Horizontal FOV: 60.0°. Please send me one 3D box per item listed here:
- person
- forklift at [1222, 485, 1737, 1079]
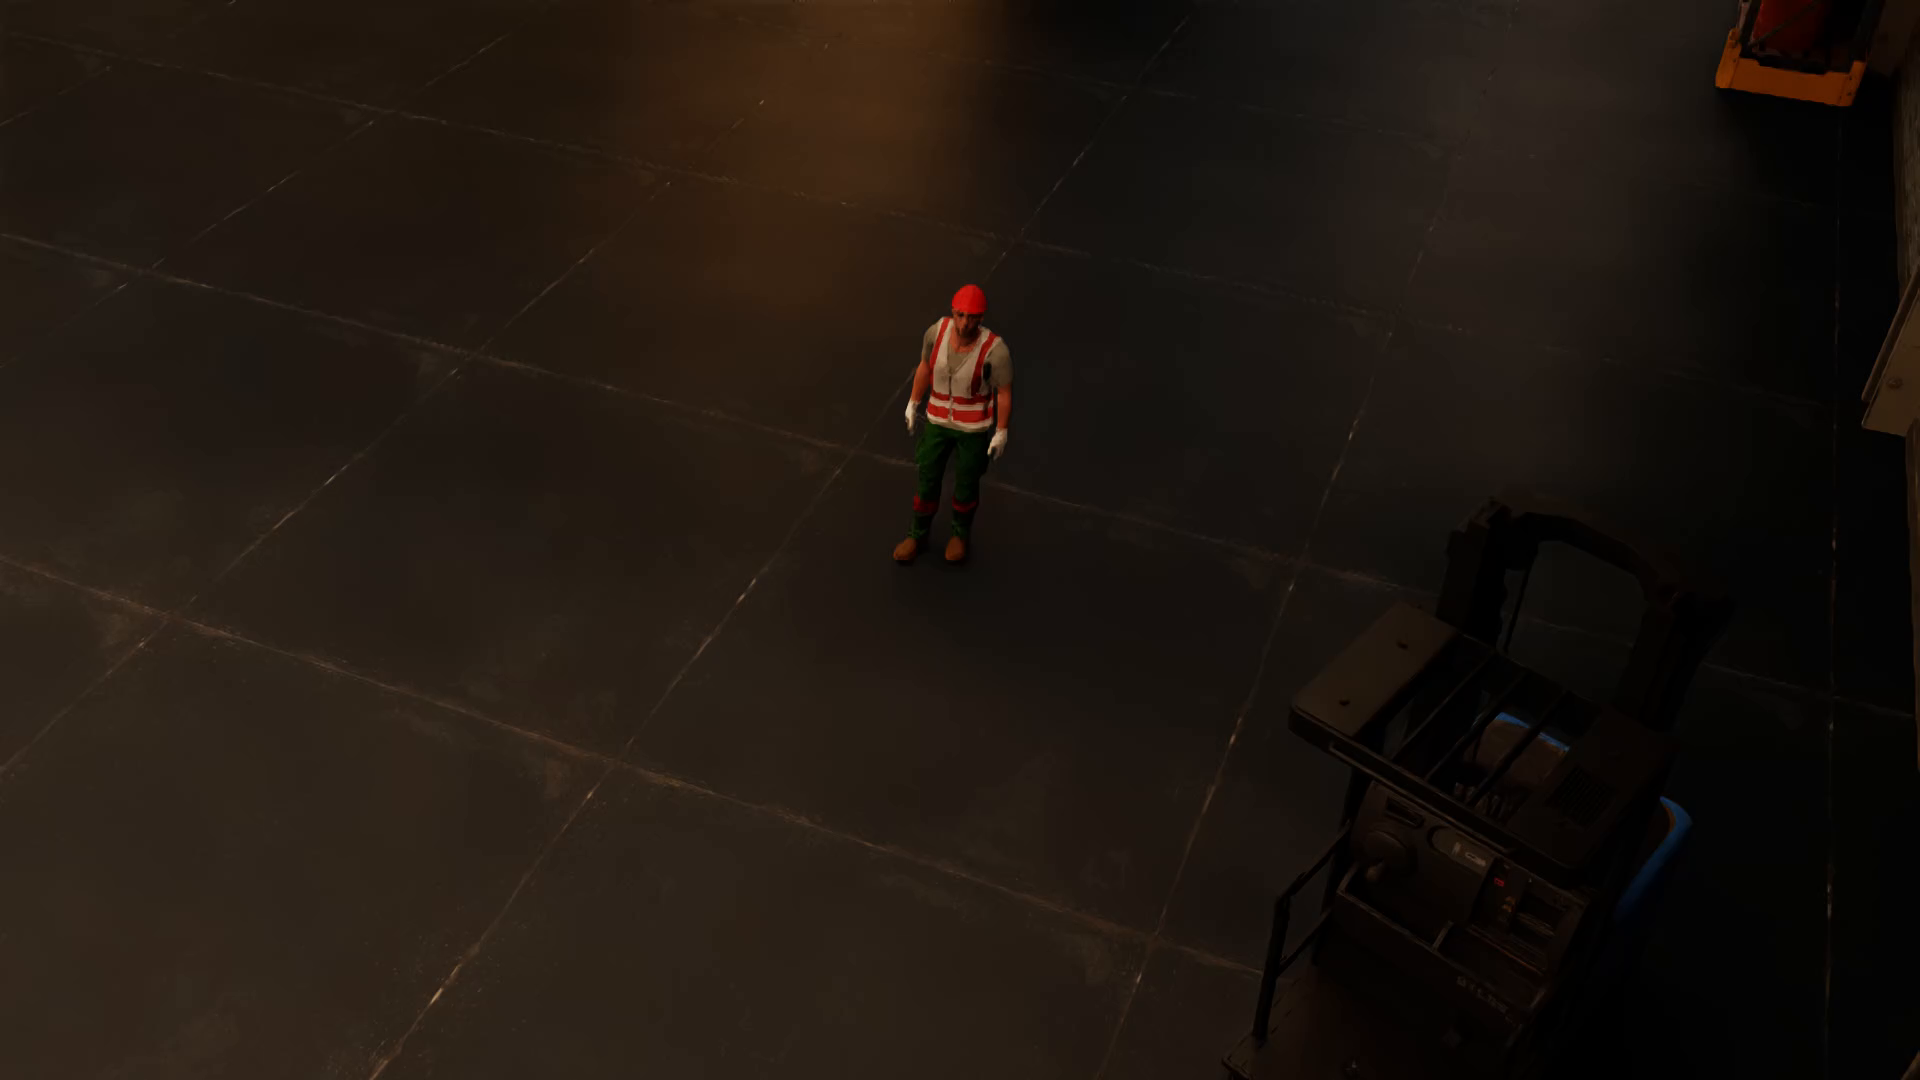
[{"bbox_3d":[-0.041,-0.646,9.657,0.637,1.787,0.563,15,42,17],"label":"person"},{"bbox_3d":[1.833,1.371,6.368,1.130,2.935,3.031,30,49,31],"label":"forklift"}]
